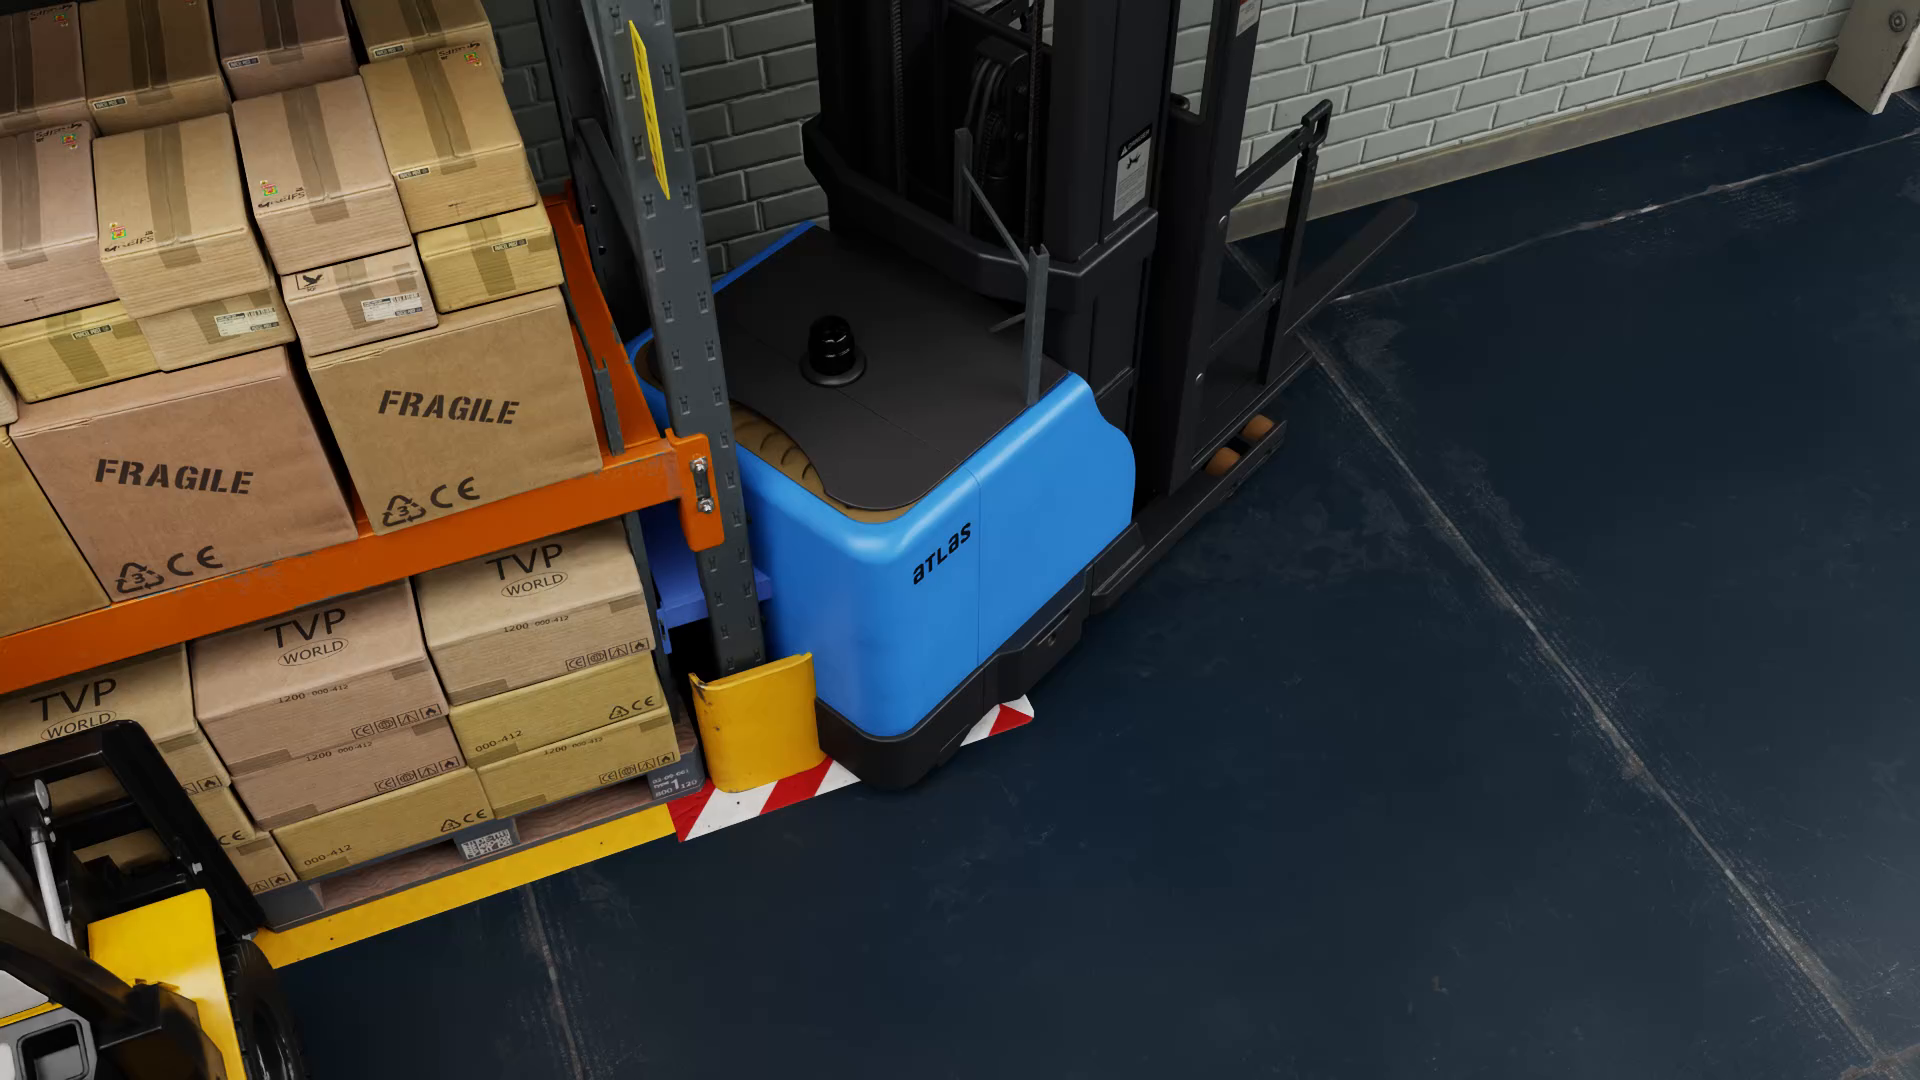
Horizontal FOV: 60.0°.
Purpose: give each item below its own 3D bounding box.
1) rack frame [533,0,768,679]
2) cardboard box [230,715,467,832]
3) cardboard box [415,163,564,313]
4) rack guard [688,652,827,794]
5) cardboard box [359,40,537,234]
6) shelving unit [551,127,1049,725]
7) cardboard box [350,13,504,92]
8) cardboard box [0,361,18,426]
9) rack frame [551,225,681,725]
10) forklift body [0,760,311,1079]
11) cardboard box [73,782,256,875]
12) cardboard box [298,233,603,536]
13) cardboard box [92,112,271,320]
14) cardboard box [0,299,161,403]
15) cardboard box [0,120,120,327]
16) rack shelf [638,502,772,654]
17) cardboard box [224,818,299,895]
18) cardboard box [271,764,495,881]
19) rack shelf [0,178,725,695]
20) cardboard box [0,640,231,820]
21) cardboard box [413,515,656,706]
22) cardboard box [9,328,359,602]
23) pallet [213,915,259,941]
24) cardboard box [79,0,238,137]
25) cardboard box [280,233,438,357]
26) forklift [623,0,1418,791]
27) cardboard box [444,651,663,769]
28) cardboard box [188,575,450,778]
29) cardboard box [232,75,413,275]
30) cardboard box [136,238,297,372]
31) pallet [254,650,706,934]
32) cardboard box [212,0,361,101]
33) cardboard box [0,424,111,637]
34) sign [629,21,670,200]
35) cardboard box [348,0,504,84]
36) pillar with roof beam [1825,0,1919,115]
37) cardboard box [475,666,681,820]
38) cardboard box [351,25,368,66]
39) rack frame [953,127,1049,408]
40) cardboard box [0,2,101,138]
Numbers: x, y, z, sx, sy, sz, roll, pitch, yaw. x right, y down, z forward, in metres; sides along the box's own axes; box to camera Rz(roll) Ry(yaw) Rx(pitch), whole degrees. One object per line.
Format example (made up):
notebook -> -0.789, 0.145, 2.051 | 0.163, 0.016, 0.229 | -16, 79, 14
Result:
rack frame -> -0.756, -0.707, 3.880 | 0.127, 3.000, 1.000 | -17, 52, -14
cardboard box -> -1.557, 0.384, 4.149 | 0.500, 0.250, 0.500 | -18, 52, -15
cardboard box -> -0.971, -0.655, 3.342 | 0.250, 0.149, 0.380 | -17, 51, -14
rack guard -> -0.734, 0.100, 4.834 | 0.348, 0.500, 1.175 | -17, 52, -14
cardboard box -> -1.008, -0.797, 3.268 | 0.250, 0.149, 0.380 | -17, 51, -14
shelving unit -> -0.389, -0.202, 4.348 | 1.048, 1.500, 0.538 | -17, 53, -15
cardboard box -> -1.168, -1.036, 3.669 | 0.250, 0.149, 0.380 | -18, 52, -15
cardboard box -> -1.923, -0.356, 3.085 | 0.250, 0.149, 0.380 | -19, 52, -15
rack frame -> -0.860, -0.059, 4.221 | 0.032, 1.500, 0.500 | -17, 53, -15
forklift body -> -1.822, 1.394, 2.635 | 1.214, 2.155, 2.313 | -17, 52, -14
cardboard box -> -2.027, 0.547, 4.009 | 0.500, 0.250, 0.500 | -18, 52, -15
cardboard box -> -1.112, -0.414, 3.563 | 0.500, 0.500, 0.500 | -18, 52, -15
cardboard box -> -1.456, -0.611, 3.108 | 0.250, 0.149, 0.380 | -16, 51, -13
cardboard box -> -1.693, -0.466, 3.180 | 0.250, 0.149, 0.380 | -18, 52, -15
cardboard box -> -1.715, -0.592, 3.091 | 0.250, 0.149, 0.380 | -17, 51, -14
rack shelf -> -0.393, -0.088, 4.487 | 1.000, 0.185, 0.538 | -17, 53, -15
cardboard box -> -2.002, 0.682, 4.223 | 0.500, 0.250, 0.500 | -17, 51, -14
cardboard box -> -1.535, 0.544, 4.341 | 0.500, 0.250, 0.500 | -17, 52, -14
rack shelf -> -2.607, 0.101, 3.660 | 4.000, 0.370, 1.077 | -17, 52, -14
cardboard box -> -1.998, 0.379, 3.823 | 0.500, 0.250, 0.500 | -17, 51, -14
cardboard box -> -1.064, 0.077, 4.083 | 0.500, 0.250, 0.500 | -16, 51, -13
cardboard box -> -1.596, -0.272, 3.440 | 0.500, 0.500, 0.500 | -16, 51, -13
pallet -> -2.576, 0.797, 4.426 | 1.213, 0.211, 1.003 | -17, 52, -14
cardboard box -> -1.642, -0.965, 3.412 | 0.250, 0.149, 0.380 | -16, 51, -14
cardboard box -> -1.196, -0.561, 3.261 | 0.250, 0.149, 0.380 | -16, 51, -14
forklift -> 0.411, -1.315, 4.448 | 1.130, 2.935, 3.031 | 33, 57, 25
cardboard box -> -1.088, 0.248, 4.266 | 0.500, 0.250, 0.500 | -18, 52, -15
cardboard box -> -1.535, 0.228, 3.954 | 0.500, 0.250, 0.500 | -16, 51, -14
cardboard box -> -1.224, -0.705, 3.188 | 0.250, 0.149, 0.380 | -17, 51, -14
cardboard box -> -1.460, -0.529, 3.234 | 0.250, 0.149, 0.380 | -16, 51, -14
pallet -> -1.448, 0.450, 4.724 | 1.213, 0.211, 1.003 | -17, 52, -14
cardboard box -> -1.417, -1.069, 3.502 | 0.250, 0.149, 0.380 | -16, 51, -13
cardboard box -> -2.070, -0.125, 3.314 | 0.500, 0.500, 0.500 | -18, 52, -15
sign -> -0.564, -0.777, 3.020 | 0.005, 0.325, 0.100 | -17, 52, -14
cardboard box -> -1.148, -1.102, 3.529 | 0.250, 0.149, 0.380 | -18, 52, -15
pillar with roof beam -> 5.441, -1.793, 0.858 | 0.400, 9.000, 9.100 | -17, 52, -14
cardboard box -> -1.071, 0.408, 4.458 | 0.500, 0.250, 0.500 | -17, 51, -14
cardboard box -> -1.372, -0.921, 3.570 | 0.250, 0.149, 0.380 | -17, 52, -14
rack frame -> 0.081, -0.345, 4.476 | 0.032, 1.500, 0.500 | -17, 53, -15
cardboard box -> -1.876, -0.904, 3.360 | 0.250, 0.149, 0.380 | -17, 51, -14
